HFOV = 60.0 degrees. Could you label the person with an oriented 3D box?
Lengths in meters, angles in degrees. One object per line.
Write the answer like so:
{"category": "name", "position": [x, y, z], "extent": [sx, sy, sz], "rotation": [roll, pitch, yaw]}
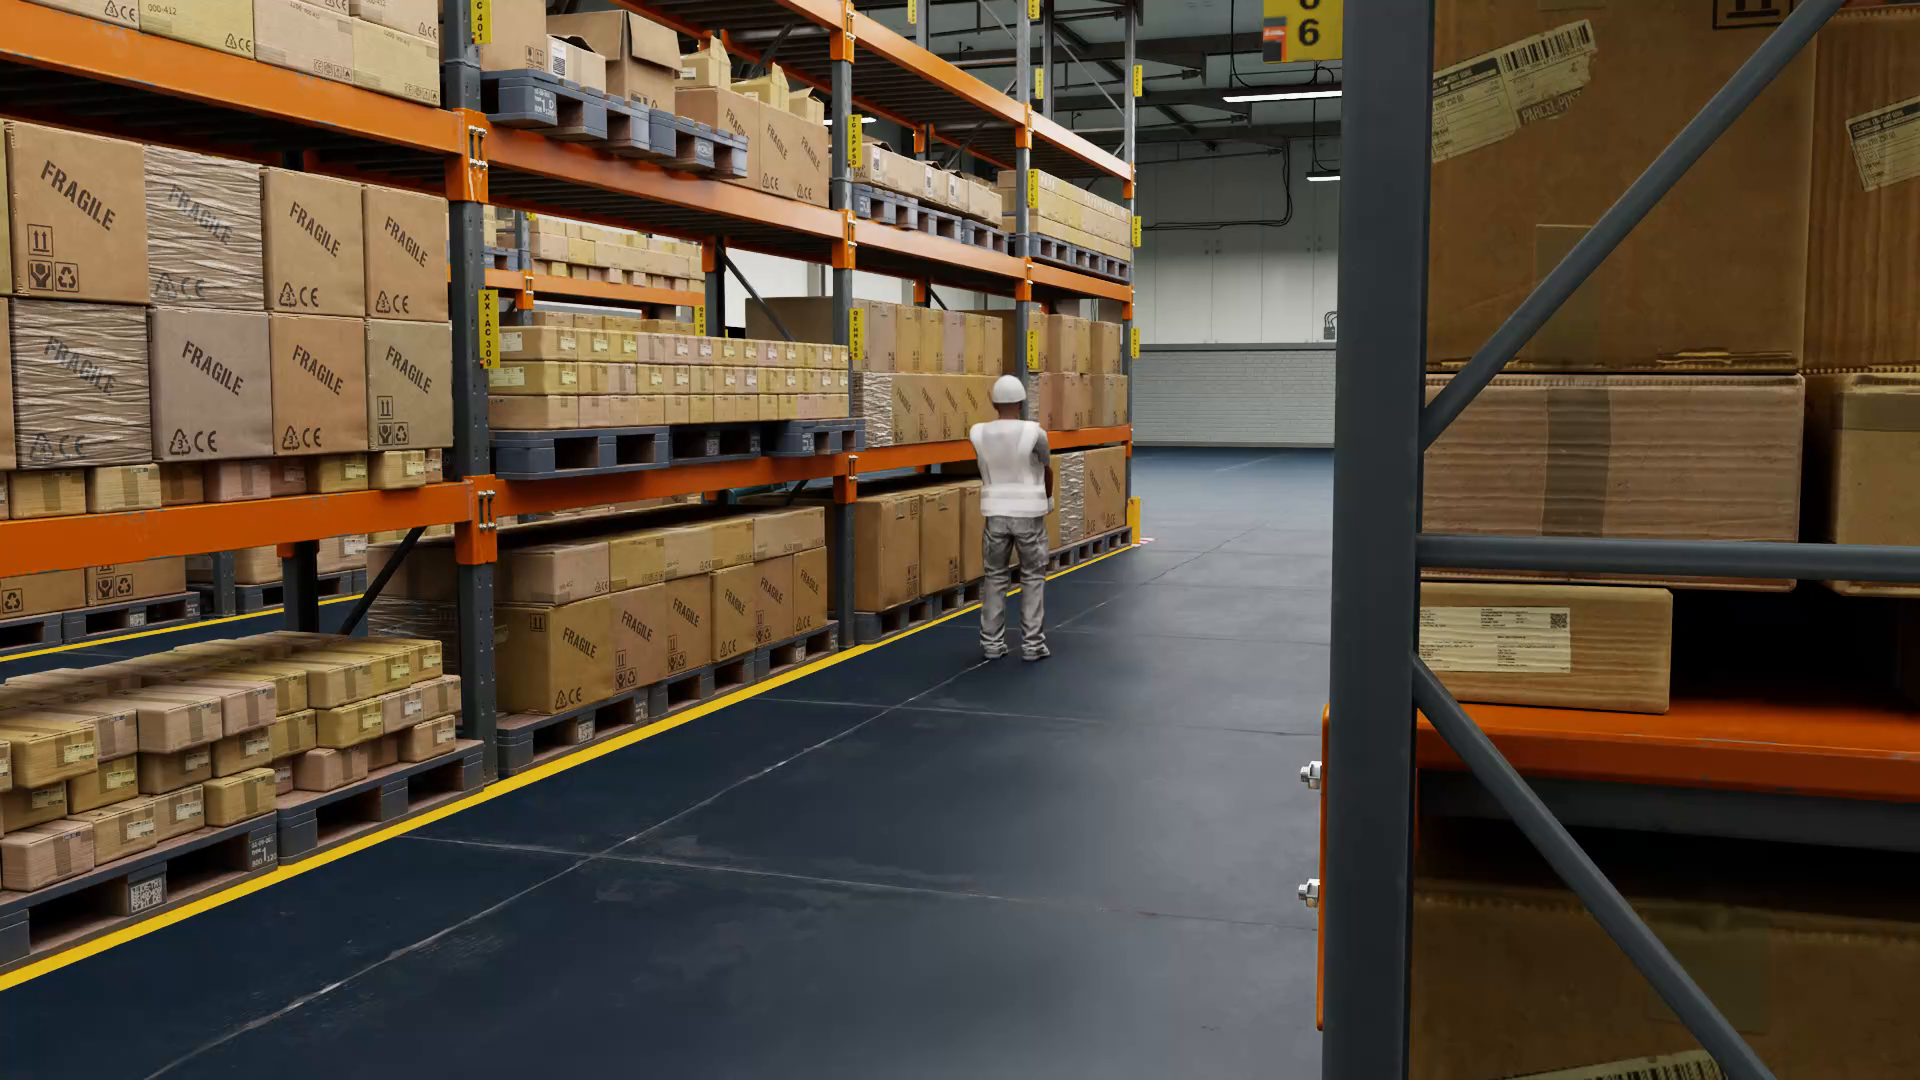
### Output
{"category": "person", "position": [0.357, -0.148, 10.506], "extent": [0.487, 1.778, 0.575], "rotation": [2, 5, 19]}
